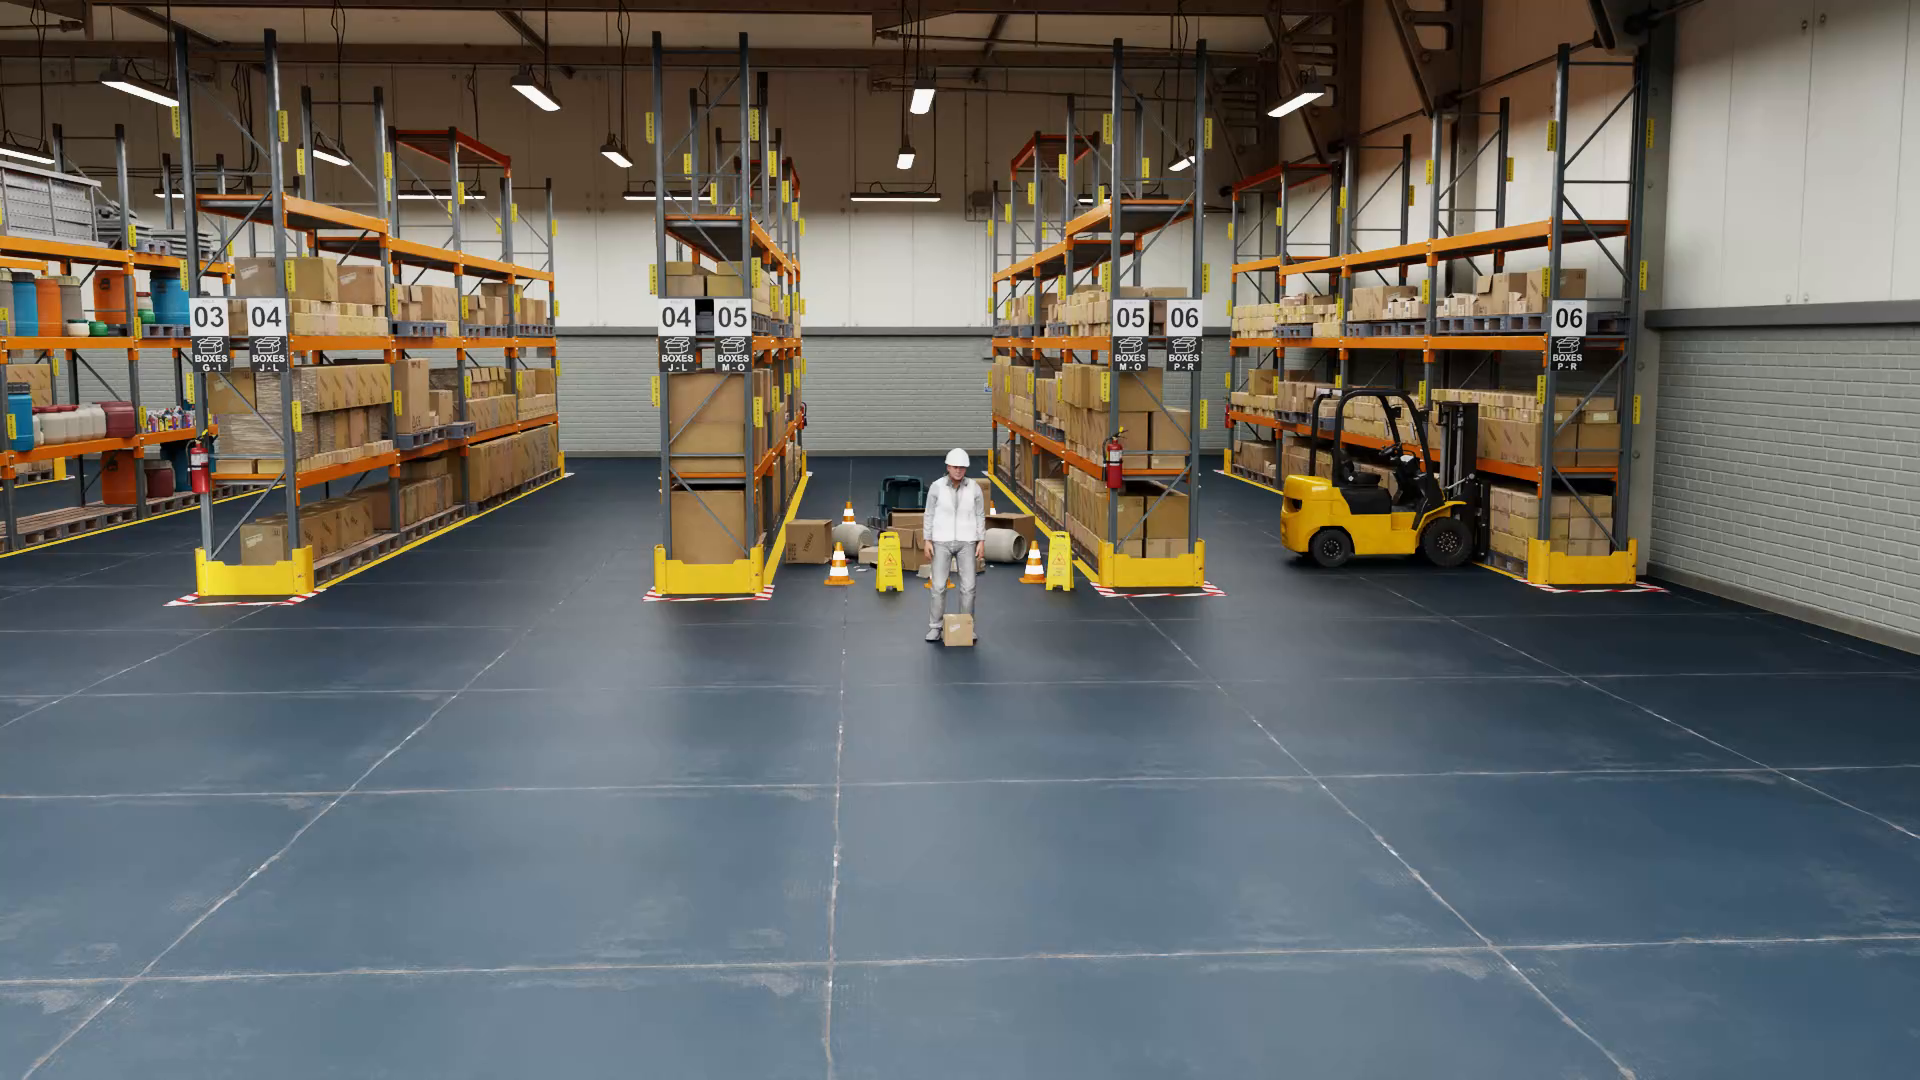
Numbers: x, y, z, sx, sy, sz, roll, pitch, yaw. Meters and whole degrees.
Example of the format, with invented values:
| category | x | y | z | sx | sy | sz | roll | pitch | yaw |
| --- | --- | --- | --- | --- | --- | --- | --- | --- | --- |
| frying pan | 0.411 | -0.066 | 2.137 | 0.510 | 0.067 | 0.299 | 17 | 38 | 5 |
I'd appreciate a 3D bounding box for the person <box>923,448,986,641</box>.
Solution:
| category | x | y | z | sx | sy | sz | roll | pitch | yaw |
| --- | --- | --- | --- | --- | --- | --- | --- | --- | --- |
| person | -0.052 | 0.034 | 15.348 | 0.581 | 1.771 | 0.461 | -1 | 7 | -6 |
